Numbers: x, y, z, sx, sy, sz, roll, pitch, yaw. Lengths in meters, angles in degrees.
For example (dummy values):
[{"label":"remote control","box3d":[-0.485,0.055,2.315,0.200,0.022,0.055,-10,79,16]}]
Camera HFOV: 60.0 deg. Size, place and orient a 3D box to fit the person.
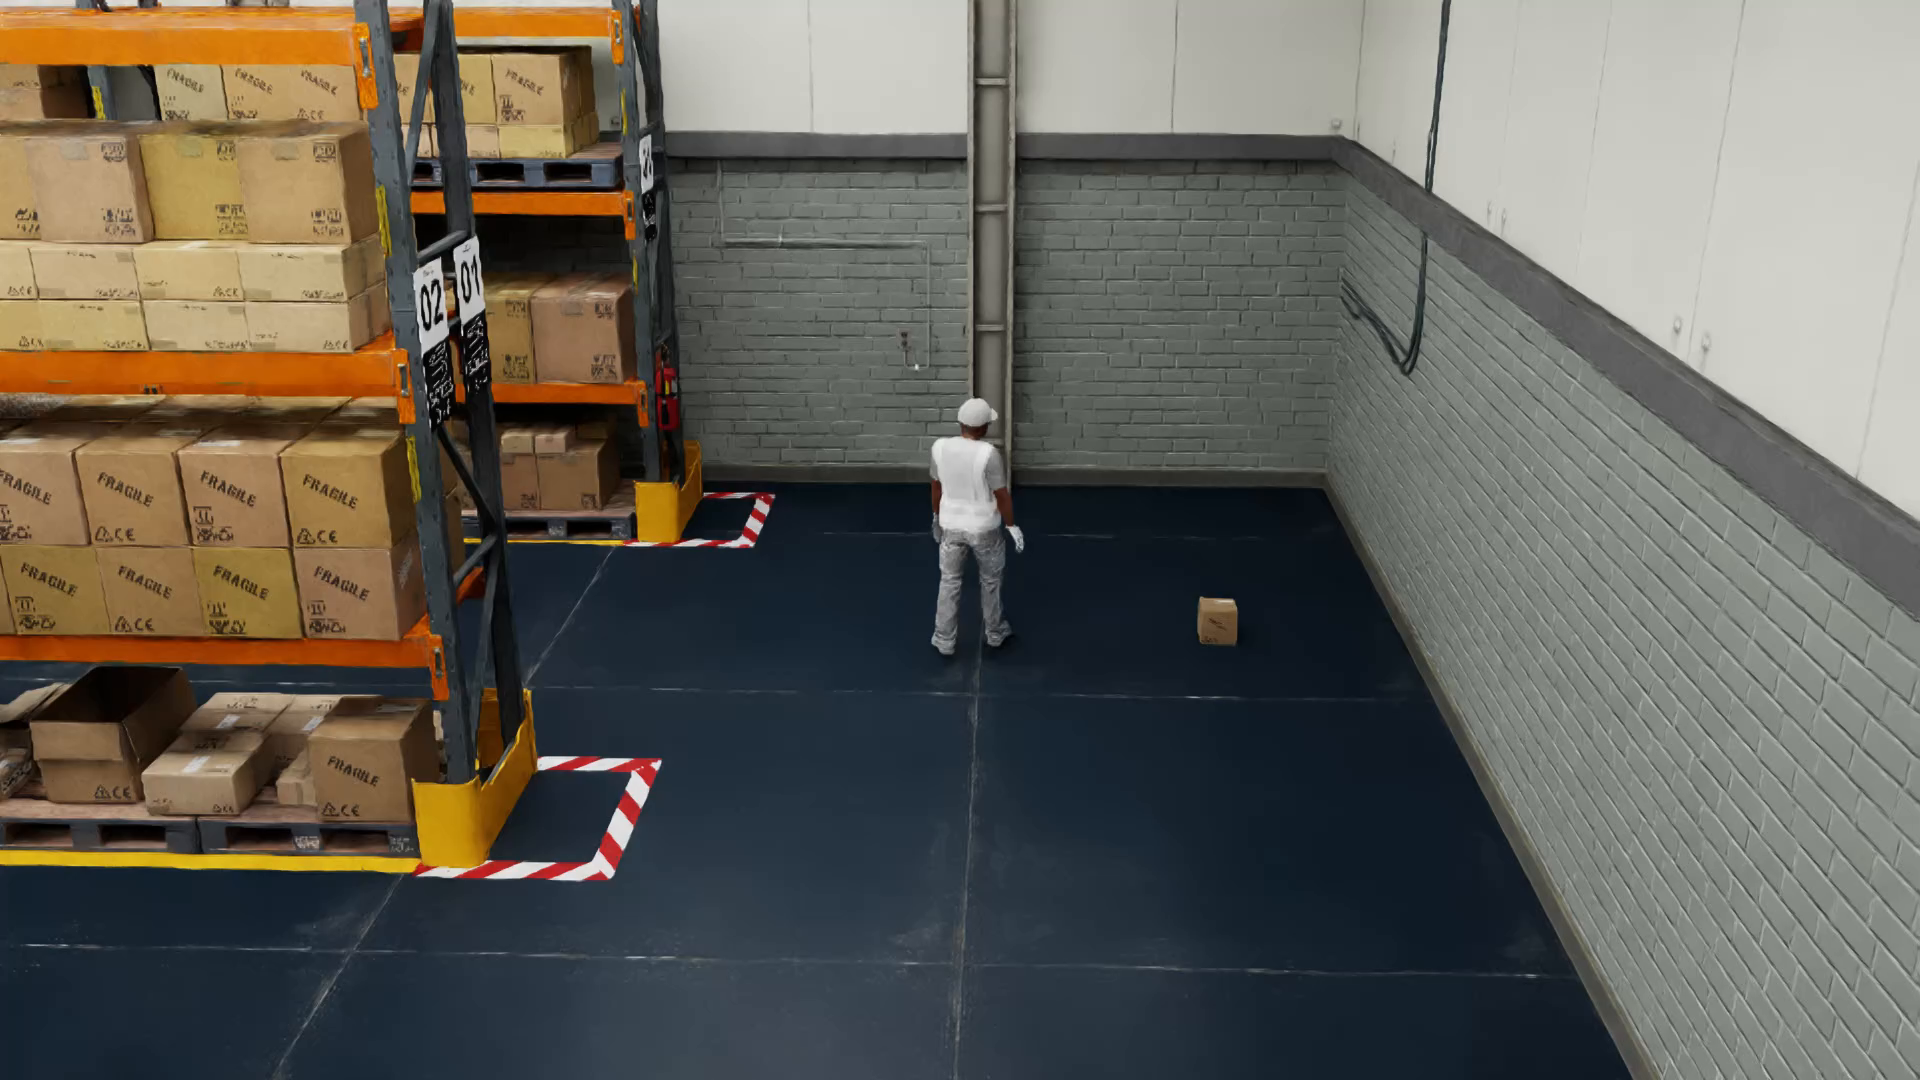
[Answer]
[{"label":"person","box3d":[0.130,-0.114,11.279,0.684,1.783,0.589,9,22,22]}]
